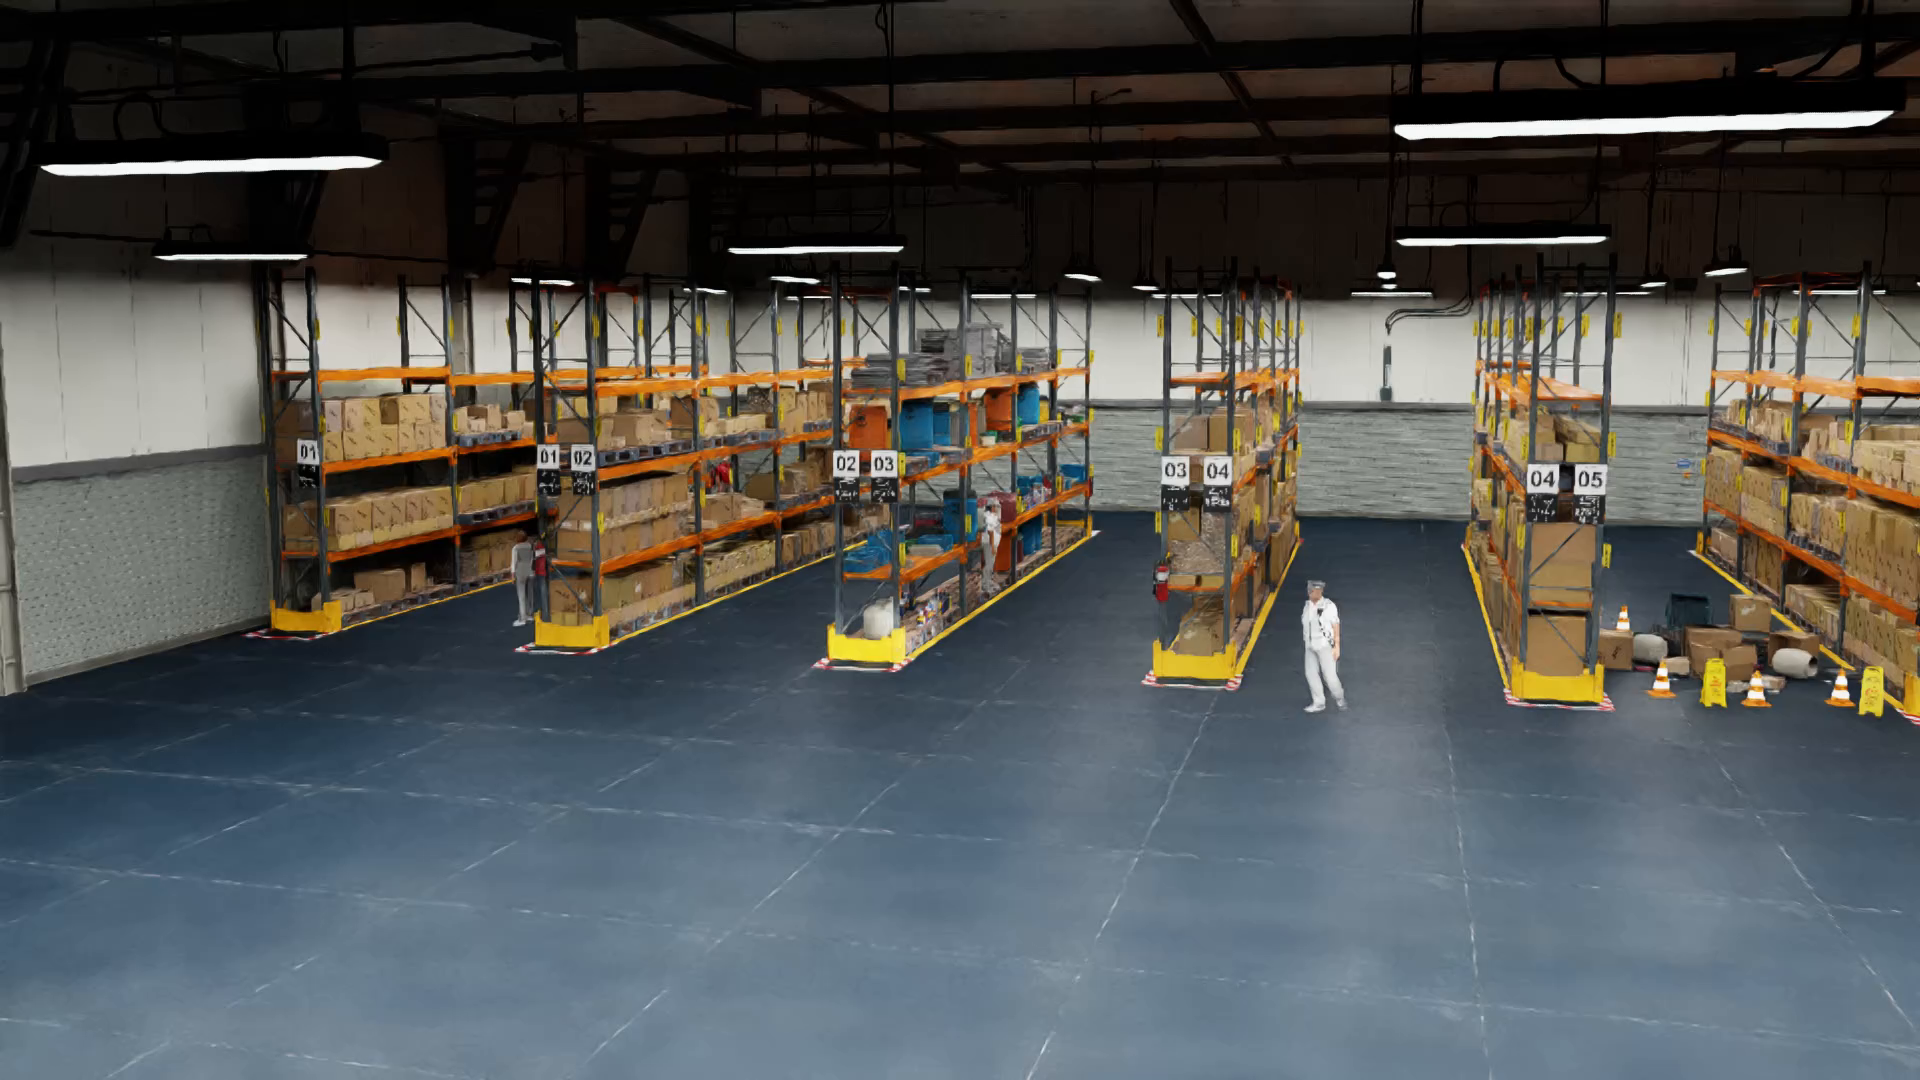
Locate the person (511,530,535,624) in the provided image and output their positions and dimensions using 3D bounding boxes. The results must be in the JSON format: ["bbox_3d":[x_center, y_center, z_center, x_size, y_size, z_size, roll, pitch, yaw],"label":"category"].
[{"bbox_3d":[-7.431,0.623,28.250,0.467,1.599,0.449,-7,10,-43],"label":"person"}]

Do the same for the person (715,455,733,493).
[{"bbox_3d":[-6.175,-1.422,43.950,0.630,1.716,0.581,-5,9,-33],"label":"person"}]

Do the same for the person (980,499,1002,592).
[{"bbox_3d":[0.553,0.084,29.998,0.399,1.667,0.608,-1,7,-4],"label":"person"}]

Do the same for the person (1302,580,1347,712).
[{"bbox_3d":[4.796,1.375,21.857,0.584,1.746,0.593,-6,9,-39],"label":"person"}]

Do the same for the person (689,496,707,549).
[{"bbox_3d":[-5.524,-0.208,35.145,0.566,1.541,0.519,2,7,12],"label":"person"}]
